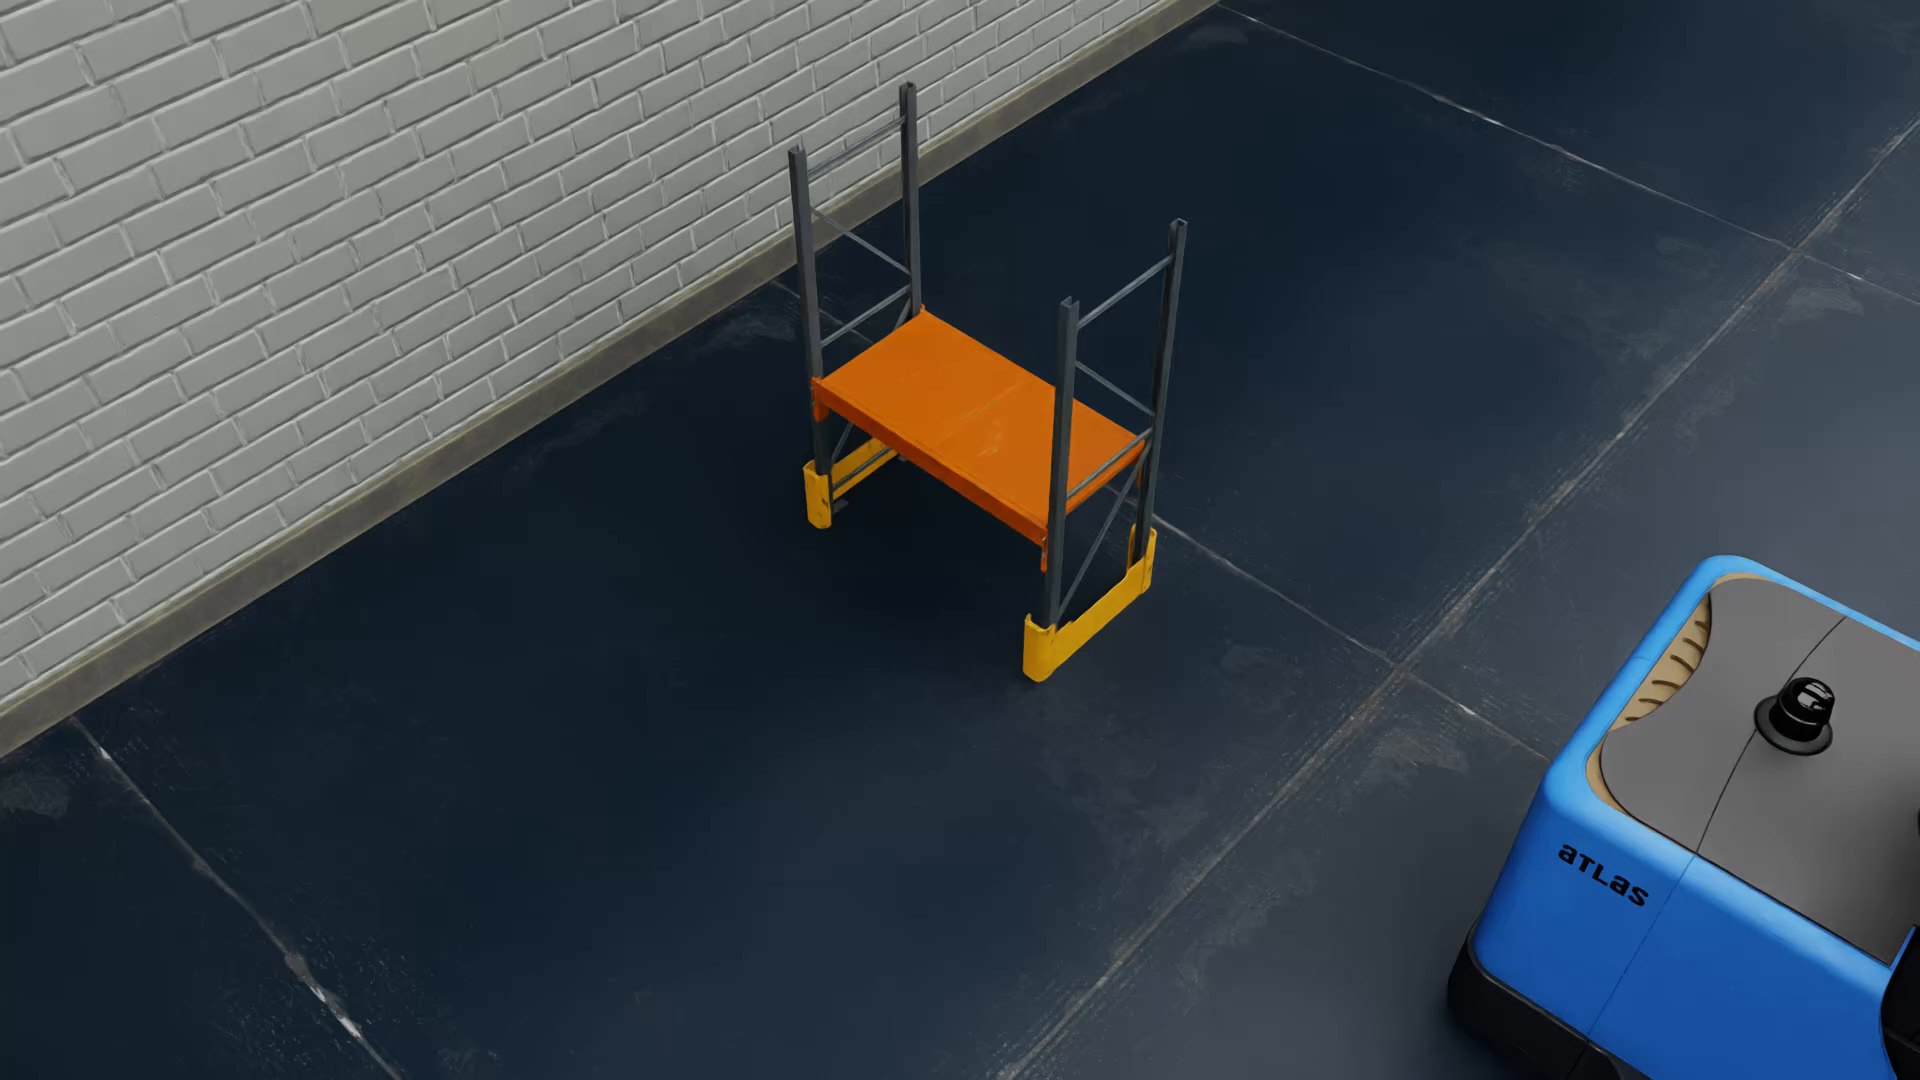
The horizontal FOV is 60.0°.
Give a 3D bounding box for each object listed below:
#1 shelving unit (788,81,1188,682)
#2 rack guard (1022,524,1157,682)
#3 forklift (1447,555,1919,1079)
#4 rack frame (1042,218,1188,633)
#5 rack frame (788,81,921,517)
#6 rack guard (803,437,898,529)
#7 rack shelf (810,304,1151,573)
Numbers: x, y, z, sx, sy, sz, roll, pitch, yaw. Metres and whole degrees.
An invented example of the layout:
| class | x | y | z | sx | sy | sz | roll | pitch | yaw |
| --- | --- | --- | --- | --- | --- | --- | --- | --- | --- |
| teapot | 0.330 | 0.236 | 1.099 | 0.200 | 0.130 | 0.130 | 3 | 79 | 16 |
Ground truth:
| class | x | y | z | sx | sy | sz | roll | pitch | yaw |
| --- | --- | --- | --- | --- | --- | --- | --- | --- | --- |
| shelving unit | 0.056 | -0.476 | 5.168 | 1.083 | 1.500 | 0.587 | 34 | 55 | 28 |
| rack guard | 0.422 | 0.198 | 5.392 | 0.087 | 0.250 | 0.587 | 34 | 55 | 28 |
| forklift | 2.770 | 0.707 | 3.075 | 3.031 | 2.935 | 1.130 | 32 | 54 | 26 |
| rack frame | 0.436 | -0.220 | 4.928 | 0.032 | 1.500 | 0.500 | 34 | 55 | 28 |
| rack frame | -0.311 | -0.723 | 5.400 | 0.032 | 1.500 | 0.500 | 34 | 55 | 28 |
| rack guard | -0.310 | -0.294 | 5.855 | 0.087 | 0.250 | 0.587 | 34 | 55 | 28 |
| rack shelf | 0.063 | -0.348 | 5.295 | 1.000 | 0.185 | 0.538 | 34 | 55 | 28 |
